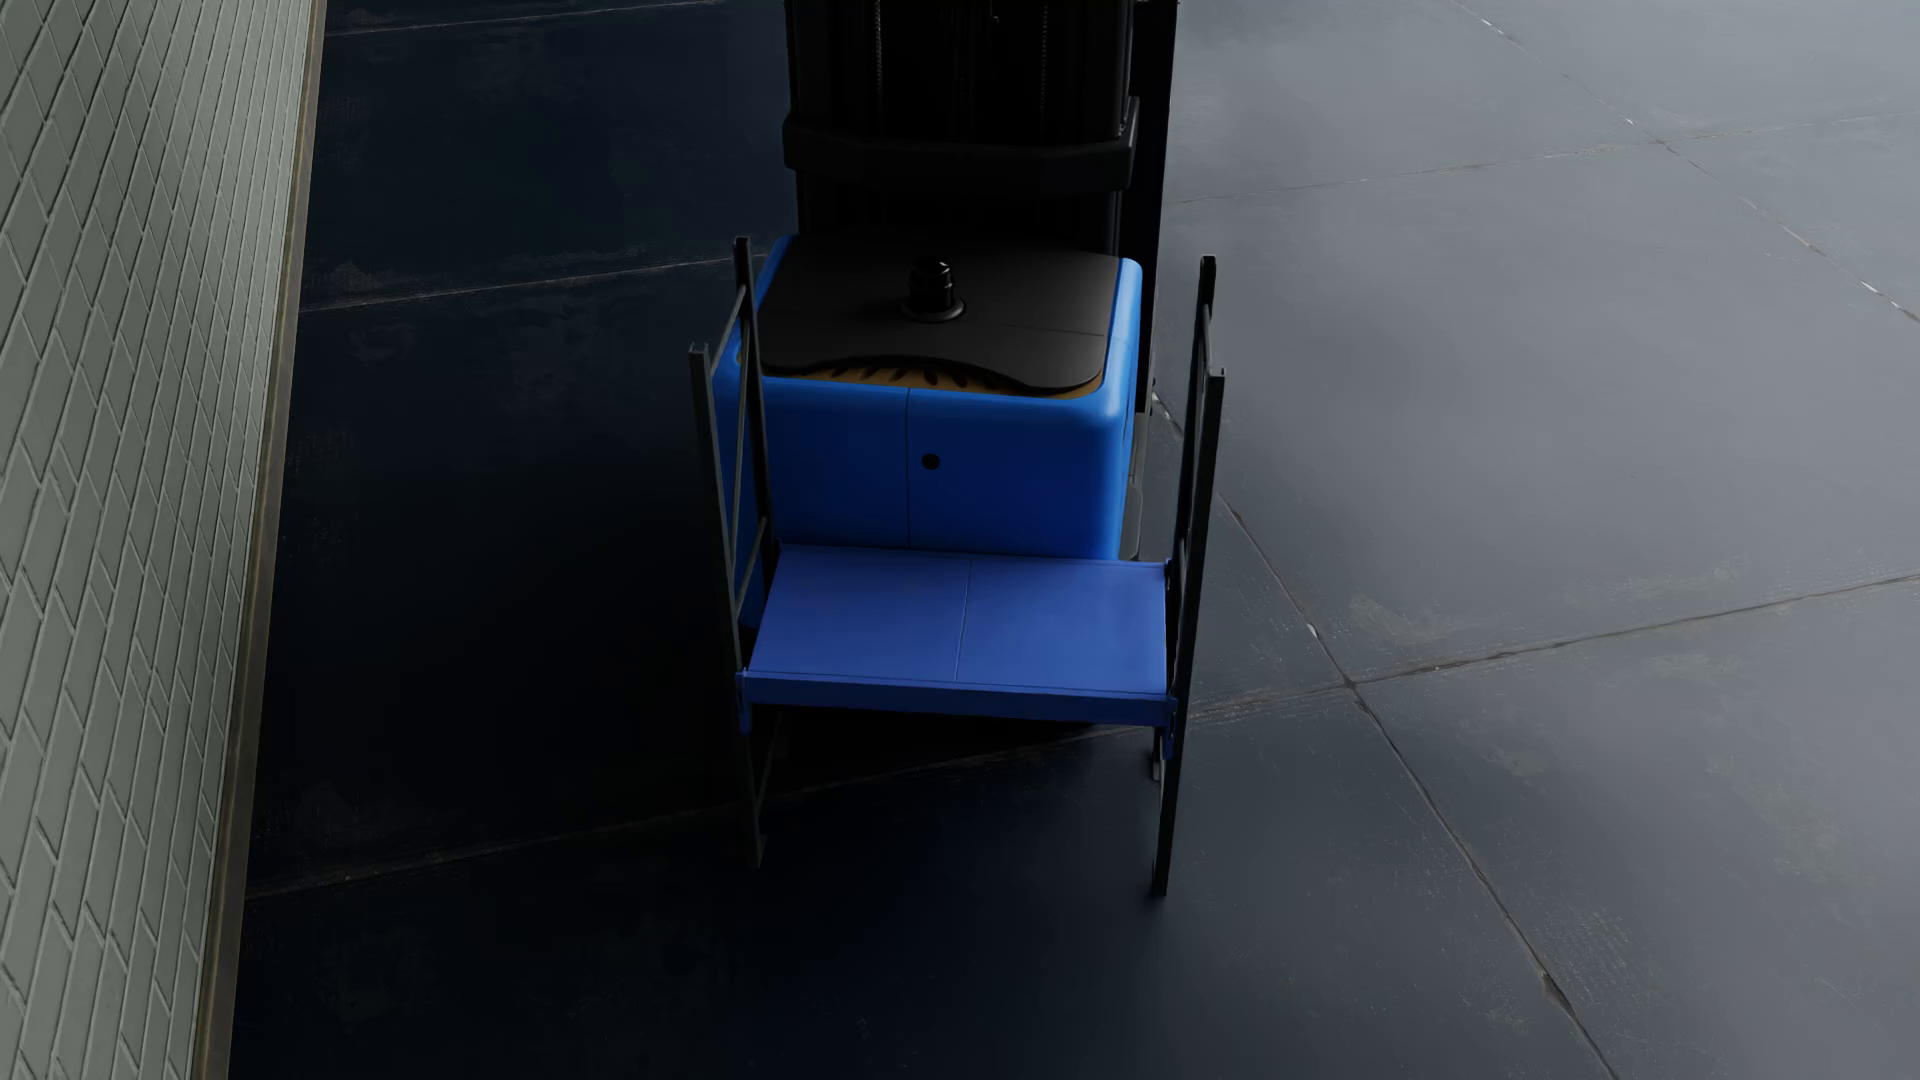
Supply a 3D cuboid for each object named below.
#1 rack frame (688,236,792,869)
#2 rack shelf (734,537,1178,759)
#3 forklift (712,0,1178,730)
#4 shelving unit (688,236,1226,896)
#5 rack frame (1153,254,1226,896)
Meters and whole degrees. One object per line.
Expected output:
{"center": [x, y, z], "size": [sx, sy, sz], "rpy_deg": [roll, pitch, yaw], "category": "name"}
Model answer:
{"center": [-0.498, 0.078, 3.913], "size": [0.032, 1.500, 0.500], "rpy_deg": [3, 38, 4], "category": "rack frame"}
{"center": [0.009, 0.248, 3.988], "size": [1.000, 0.185, 0.538], "rpy_deg": [3, 38, 4], "category": "rack shelf"}
{"center": [0.093, -1.544, 4.856], "size": [1.130, 2.935, 3.031], "rpy_deg": [5, 38, 7], "category": "forklift"}
{"center": [0.009, 0.105, 3.879], "size": [1.048, 1.500, 0.538], "rpy_deg": [3, 38, 4], "category": "shelving unit"}
{"center": [0.516, 0.131, 3.844], "size": [0.032, 1.500, 0.500], "rpy_deg": [3, 38, 4], "category": "rack frame"}
